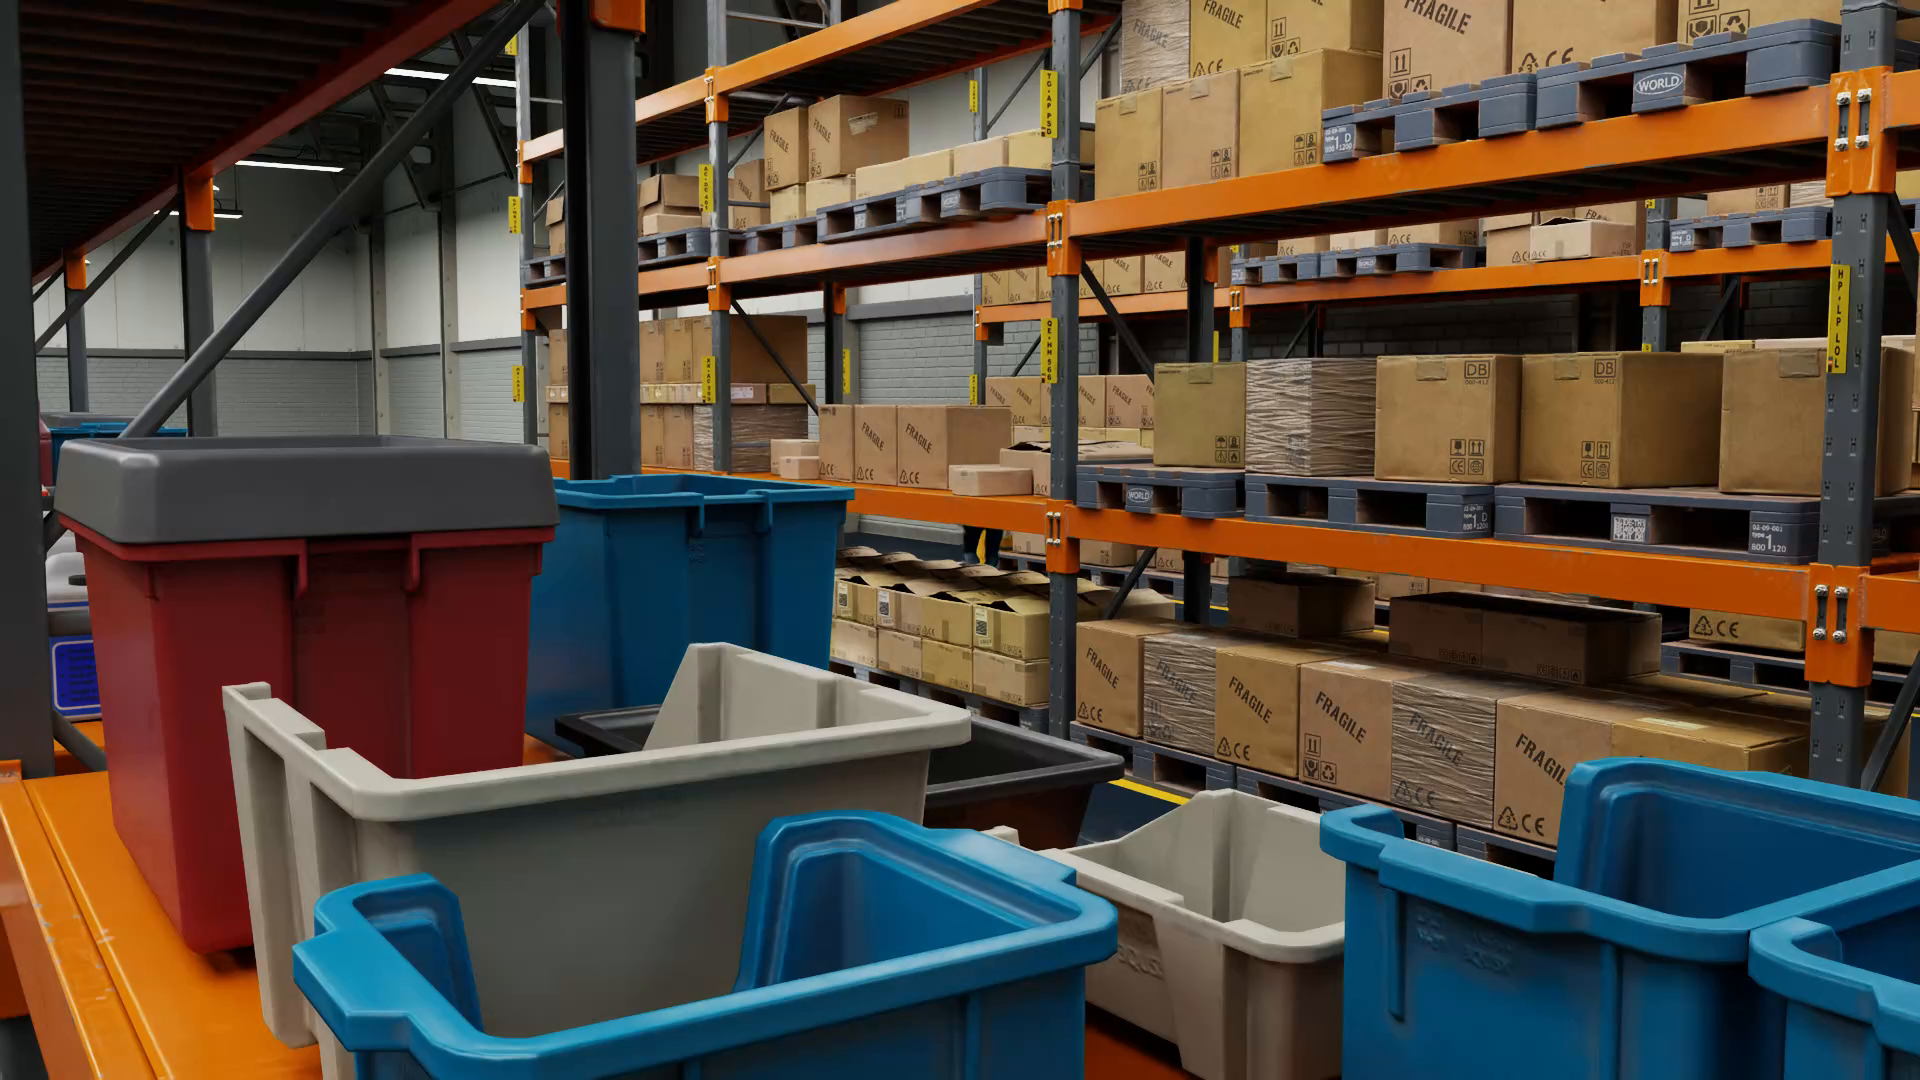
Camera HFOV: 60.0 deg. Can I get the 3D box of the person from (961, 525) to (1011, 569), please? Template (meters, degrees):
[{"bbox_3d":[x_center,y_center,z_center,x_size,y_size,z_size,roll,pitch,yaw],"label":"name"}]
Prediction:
[{"bbox_3d":[0.222,-0.180,14.427,0.456,1.586,0.520,-1,5,-9],"label":"person"}]
